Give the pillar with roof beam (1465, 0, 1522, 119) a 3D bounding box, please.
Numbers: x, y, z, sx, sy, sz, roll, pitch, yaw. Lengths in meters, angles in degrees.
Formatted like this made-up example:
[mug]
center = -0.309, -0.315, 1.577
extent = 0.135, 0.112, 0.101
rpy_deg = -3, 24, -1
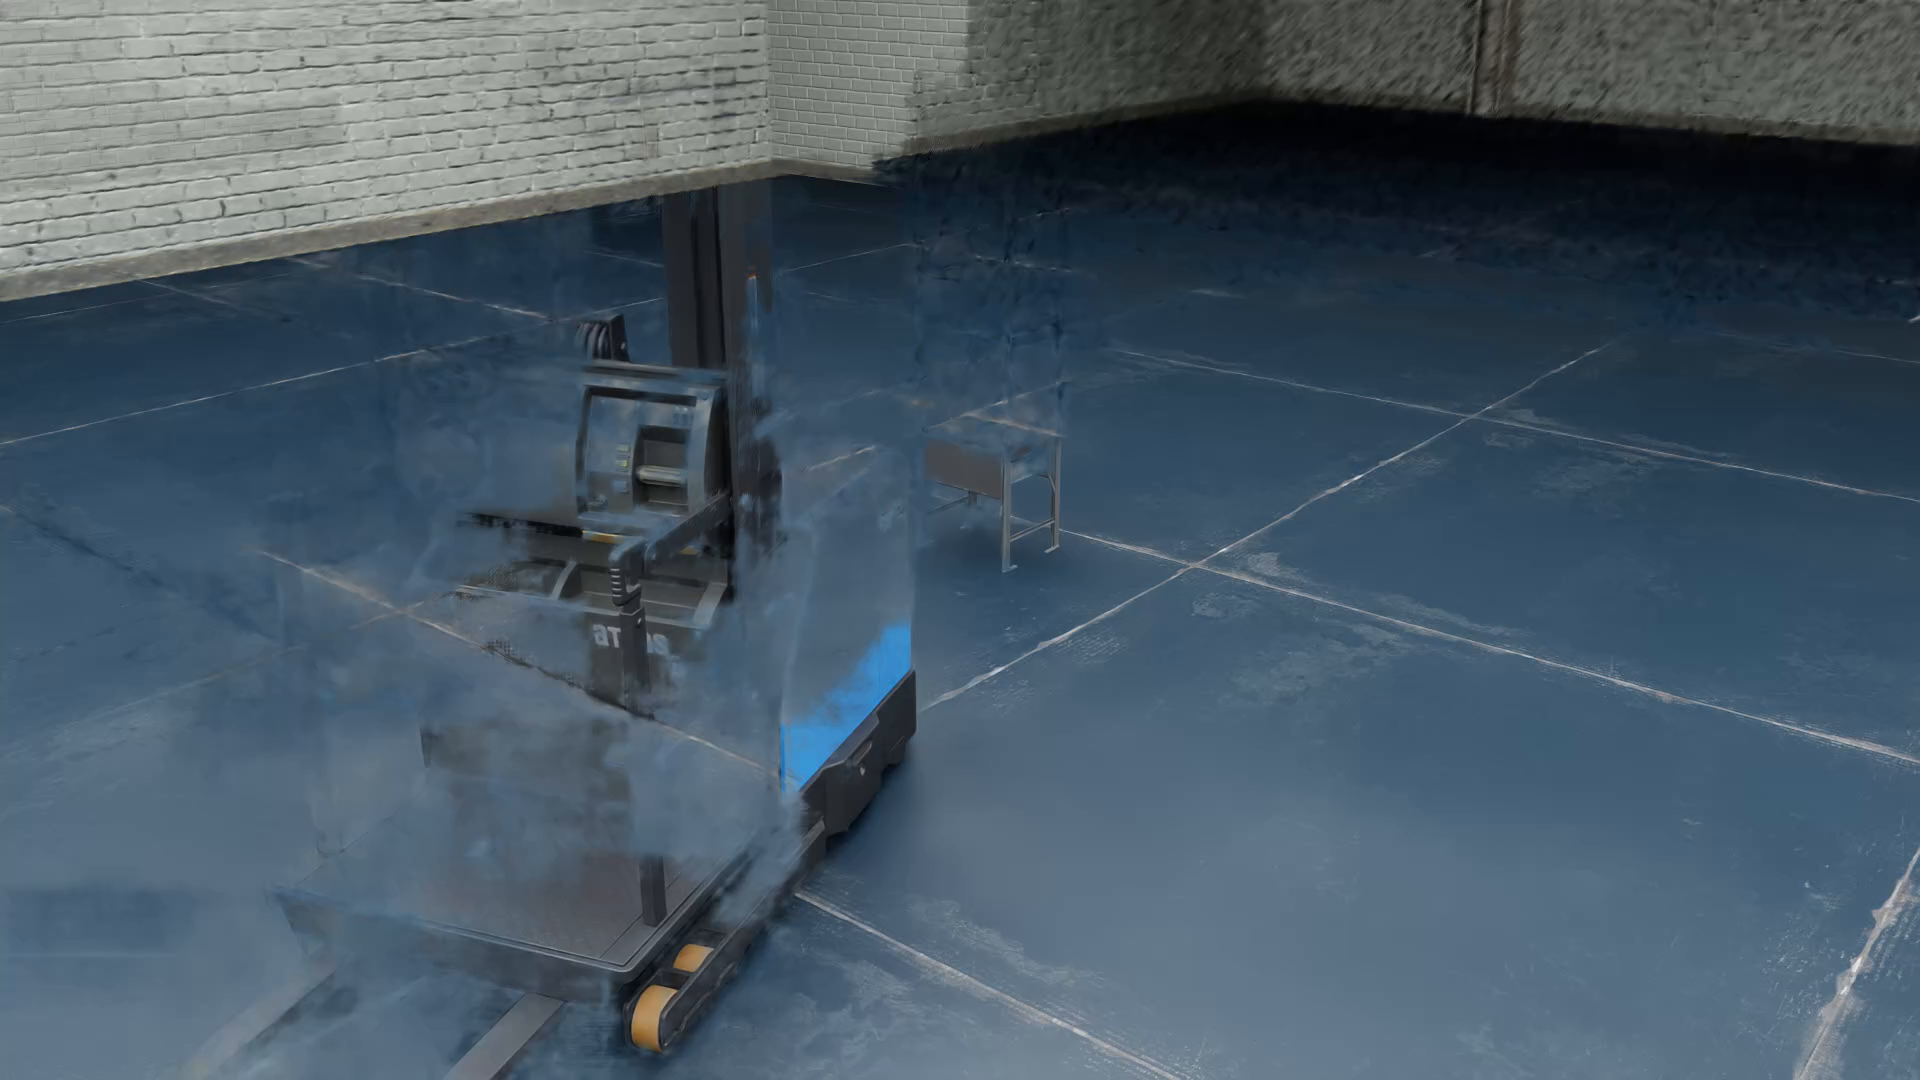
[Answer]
[pillar with roof beam]
center = -6.441, -7.560, 14.963
extent = 0.400, 9.000, 9.100
rpy_deg = 16, 26, 36
